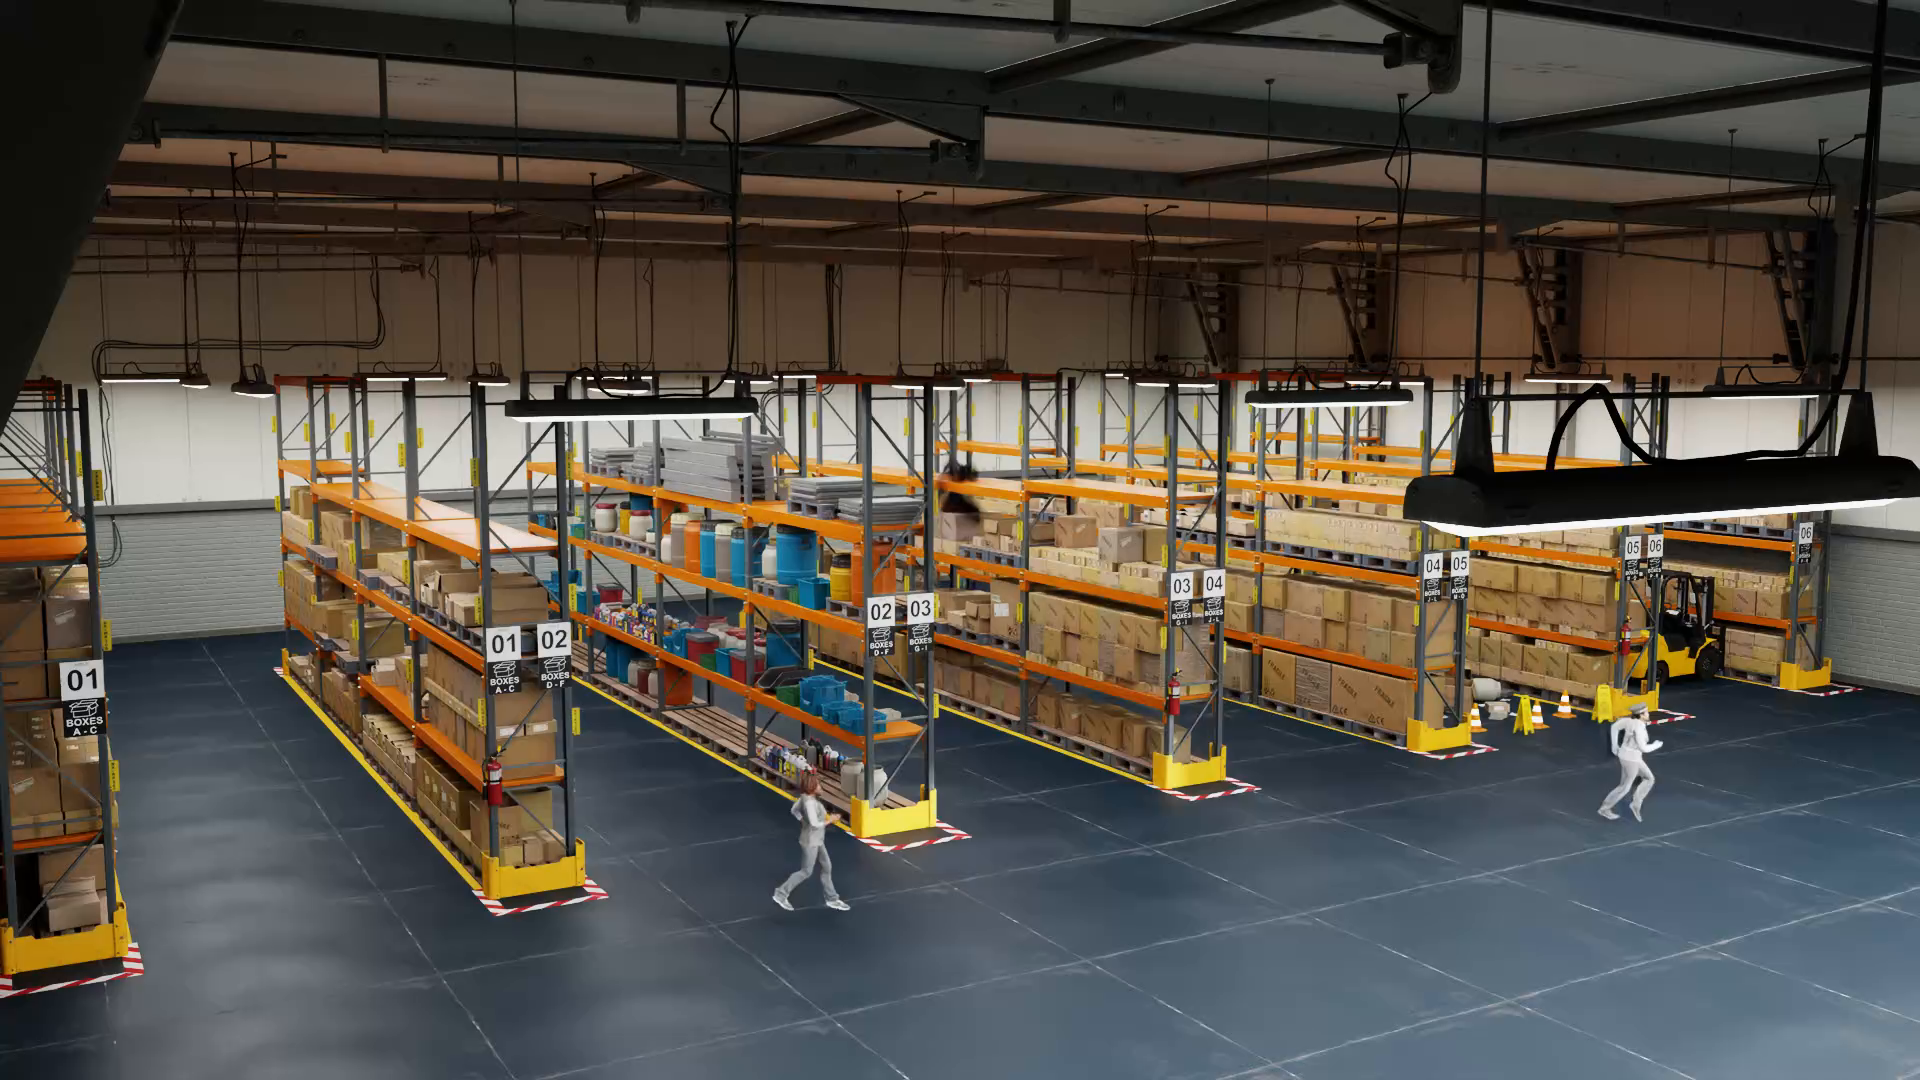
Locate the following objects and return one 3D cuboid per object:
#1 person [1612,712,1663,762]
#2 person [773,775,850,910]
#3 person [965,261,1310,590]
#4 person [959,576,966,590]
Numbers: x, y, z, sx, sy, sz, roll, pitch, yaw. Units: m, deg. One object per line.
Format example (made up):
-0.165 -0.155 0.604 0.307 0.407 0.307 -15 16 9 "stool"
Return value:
9.245 2.609 22.637 0.580 0.783 0.532 1 6 9 "person"
-1.692 3.458 18.897 0.872 1.580 0.533 -1 6 -5 "person"
4.160 -3.113 44.547 9.743 8.875 9.002 -4 7 -29 "person"
0.200 0.893 43.042 0.663 1.474 0.706 4 8 34 "person"
